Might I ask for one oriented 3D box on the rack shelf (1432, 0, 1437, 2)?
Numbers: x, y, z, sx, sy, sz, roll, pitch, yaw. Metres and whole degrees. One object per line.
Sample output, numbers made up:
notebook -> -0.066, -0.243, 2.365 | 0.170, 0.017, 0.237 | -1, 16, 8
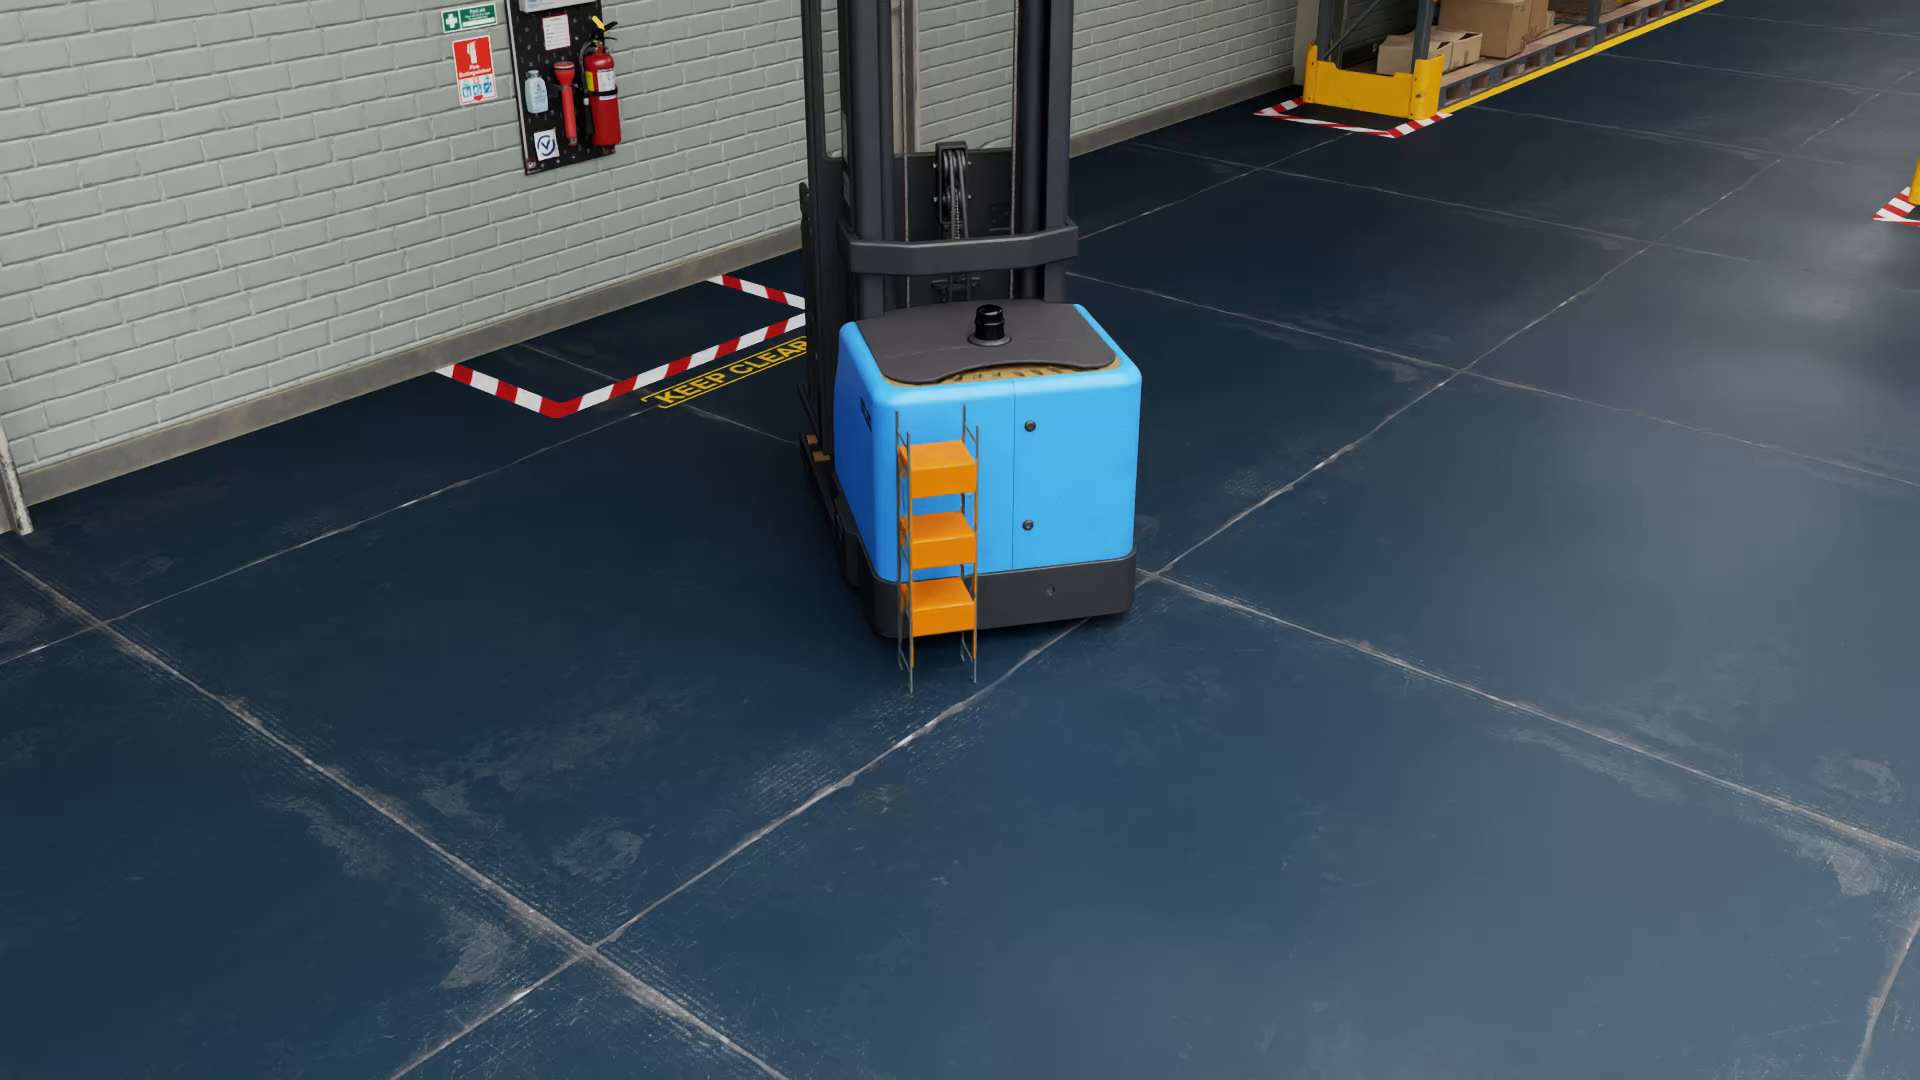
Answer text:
rack shelf -> 4.805, -5.489, 15.379 | 1.077, 0.370, 4.000 | 21, 34, 34

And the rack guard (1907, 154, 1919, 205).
rack guard -> 7.343, -2.534, 11.605 | 1.175, 0.500, 0.348 | 21, 34, 34

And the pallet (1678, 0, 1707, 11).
pallet -> 8.123, -6.421, 19.432 | 1.003, 0.211, 1.213 | 21, 34, 34

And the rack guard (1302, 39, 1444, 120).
rack guard -> 3.581, -4.016, 14.469 | 1.175, 0.500, 0.348 | 21, 34, 34

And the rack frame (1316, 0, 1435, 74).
rack frame -> 3.533, -5.100, 13.843 | 1.000, 3.000, 0.127 | 21, 34, 34

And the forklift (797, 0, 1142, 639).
forklift -> -0.142, -1.582, 7.118 | 1.130, 2.935, 3.031 | -6, 28, -12

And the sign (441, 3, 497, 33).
sign -> -2.528, -2.693, 8.575 | 0.001, 0.109, 0.331 | 21, 34, 34

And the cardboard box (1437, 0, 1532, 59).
cardboard box -> 4.910, -4.851, 15.605 | 0.700, 0.500, 0.500 | 18, 33, 31

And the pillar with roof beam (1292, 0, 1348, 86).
pillar with roof beam -> 6.633, -7.007, 11.001 | 9.100, 9.000, 0.400 | 21, 34, 34

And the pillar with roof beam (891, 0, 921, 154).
pillar with roof beam -> 2.816, -4.880, 6.889 | 9.100, 9.000, 0.400 | 21, 34, 34

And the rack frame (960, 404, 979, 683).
rack frame -> 0.034, 0.026, 6.054 | 0.008, 1.050, 0.200 | -7, 29, -13

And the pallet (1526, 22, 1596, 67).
pallet -> 5.677, -5.031, 16.745 | 1.003, 0.211, 1.213 | 21, 34, 34

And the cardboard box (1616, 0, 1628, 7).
cardboard box -> 6.823, -6.067, 17.954 | 0.700, 0.500, 0.500 | 20, 33, 33

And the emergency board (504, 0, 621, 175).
emergency board -> -2.107, -2.608, 9.027 | 0.194, 1.169, 0.643 | 21, 34, 34

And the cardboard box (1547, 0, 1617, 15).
cardboard box -> 6.533, -5.869, 17.572 | 0.700, 0.500, 0.500 | 22, 35, 36

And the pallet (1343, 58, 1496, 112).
pallet -> 4.125, -4.166, 15.073 | 1.003, 0.211, 1.213 | 21, 34, 34

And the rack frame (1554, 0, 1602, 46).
rack frame -> 6.077, -6.518, 16.584 | 1.000, 3.000, 0.127 | 21, 34, 34

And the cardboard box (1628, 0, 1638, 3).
cardboard box -> 7.178, -6.236, 18.281 | 0.700, 0.500, 0.500 | 21, 34, 35

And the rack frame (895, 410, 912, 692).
rack frame -> -0.202, 0.054, 5.998 | 0.008, 1.050, 0.200 | -7, 29, -13

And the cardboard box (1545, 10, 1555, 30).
cardboard box -> 5.760, -5.256, 16.751 | 0.380, 0.166, 0.250 | 16, 31, 28

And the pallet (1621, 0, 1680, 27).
pallet -> 7.347, -5.990, 18.599 | 1.003, 0.211, 1.213 | 21, 34, 34

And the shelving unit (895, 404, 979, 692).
shelving unit -> -0.084, 0.040, 6.026 | 0.252, 1.050, 0.215 | -7, 29, -13

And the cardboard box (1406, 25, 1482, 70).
cardboard box -> 4.405, -4.522, 15.174 | 0.500, 0.311, 0.500 | 24, 36, 38

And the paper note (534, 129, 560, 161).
paper note -> -2.273, -2.174, 9.147 | 0.016, 0.148, 0.142 | 21, 34, 34

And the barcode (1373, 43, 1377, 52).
barcode -> 3.746, -4.447, 15.019 | 0.001, 0.075, 0.075 | 21, 34, 34

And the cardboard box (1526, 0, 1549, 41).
cardboard box -> 5.448, -5.223, 16.324 | 0.500, 0.500, 0.500 | 18, 32, 31

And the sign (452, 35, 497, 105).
sign -> -2.538, -2.458, 8.698 | 0.001, 0.329, 0.234 | 21, 34, 34

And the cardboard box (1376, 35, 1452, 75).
cardboard box -> 4.043, -4.320, 14.783 | 0.500, 0.311, 0.500 | 17, 32, 29

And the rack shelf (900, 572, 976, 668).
rack shelf -> -0.086, 0.294, 6.162 | 0.240, 0.259, 0.215 | -7, 29, -13

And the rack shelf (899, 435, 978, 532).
rack shelf -> -0.082, -0.201, 5.898 | 0.240, 0.259, 0.215 | -7, 29, -13

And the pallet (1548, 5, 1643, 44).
pallet -> 6.571, -5.556, 17.760 | 1.003, 0.211, 1.213 | 21, 34, 34

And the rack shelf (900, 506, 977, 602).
rack shelf -> -0.084, 0.049, 6.031 | 0.240, 0.259, 0.215 | -7, 29, -13

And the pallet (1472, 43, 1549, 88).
pallet -> 4.902, -4.596, 15.905 | 1.003, 0.211, 1.213 | 21, 34, 34
